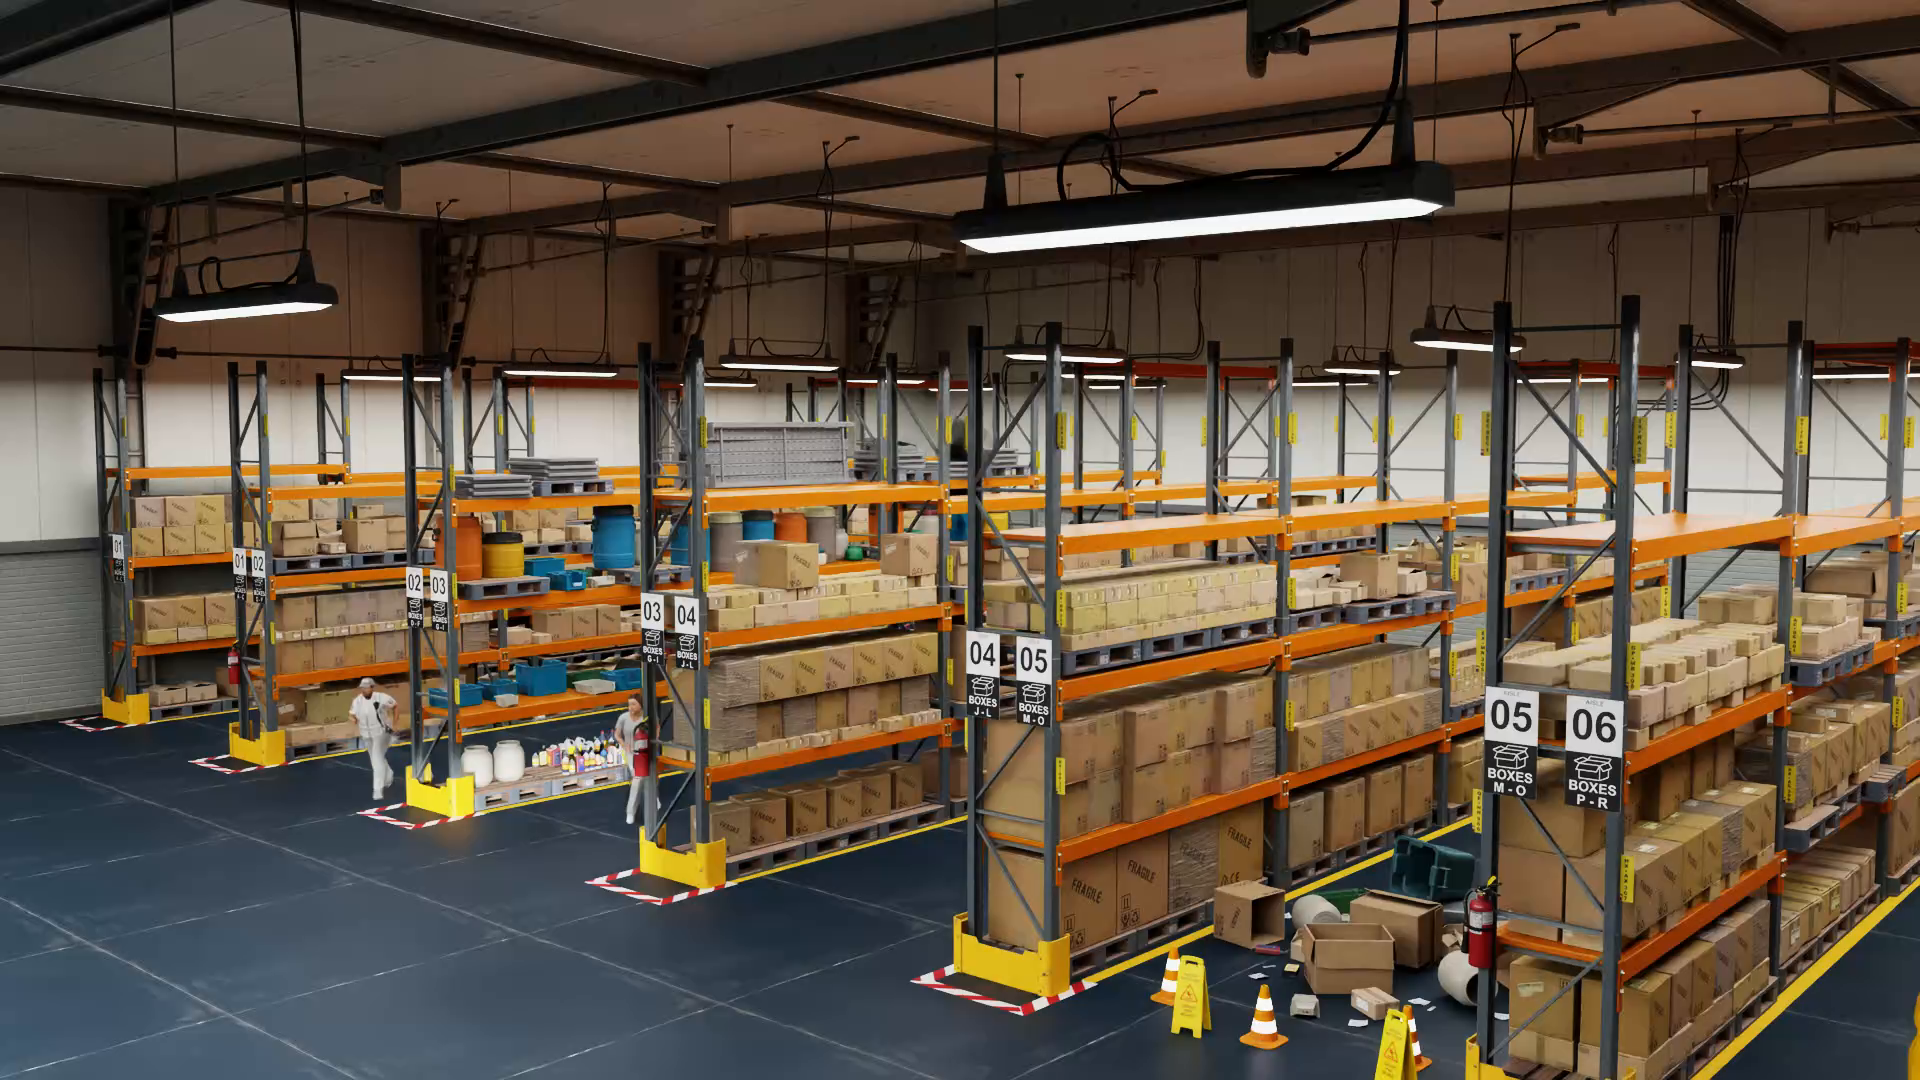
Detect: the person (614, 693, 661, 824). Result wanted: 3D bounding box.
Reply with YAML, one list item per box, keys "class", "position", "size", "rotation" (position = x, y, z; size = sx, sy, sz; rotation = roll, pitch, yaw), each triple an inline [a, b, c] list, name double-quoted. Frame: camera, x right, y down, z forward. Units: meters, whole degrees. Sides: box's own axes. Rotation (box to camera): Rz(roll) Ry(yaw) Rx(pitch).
- class: "person"
  position: [-4.140, 2.763, 21.461]
  size: [0.539, 1.641, 0.834]
  rotation: [1, 4, 7]

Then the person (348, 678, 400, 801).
- class: "person"
  position: [-8.007, 2.686, 22.779]
  size: [0.607, 1.663, 0.911]
  rotation: [1, 4, 12]
